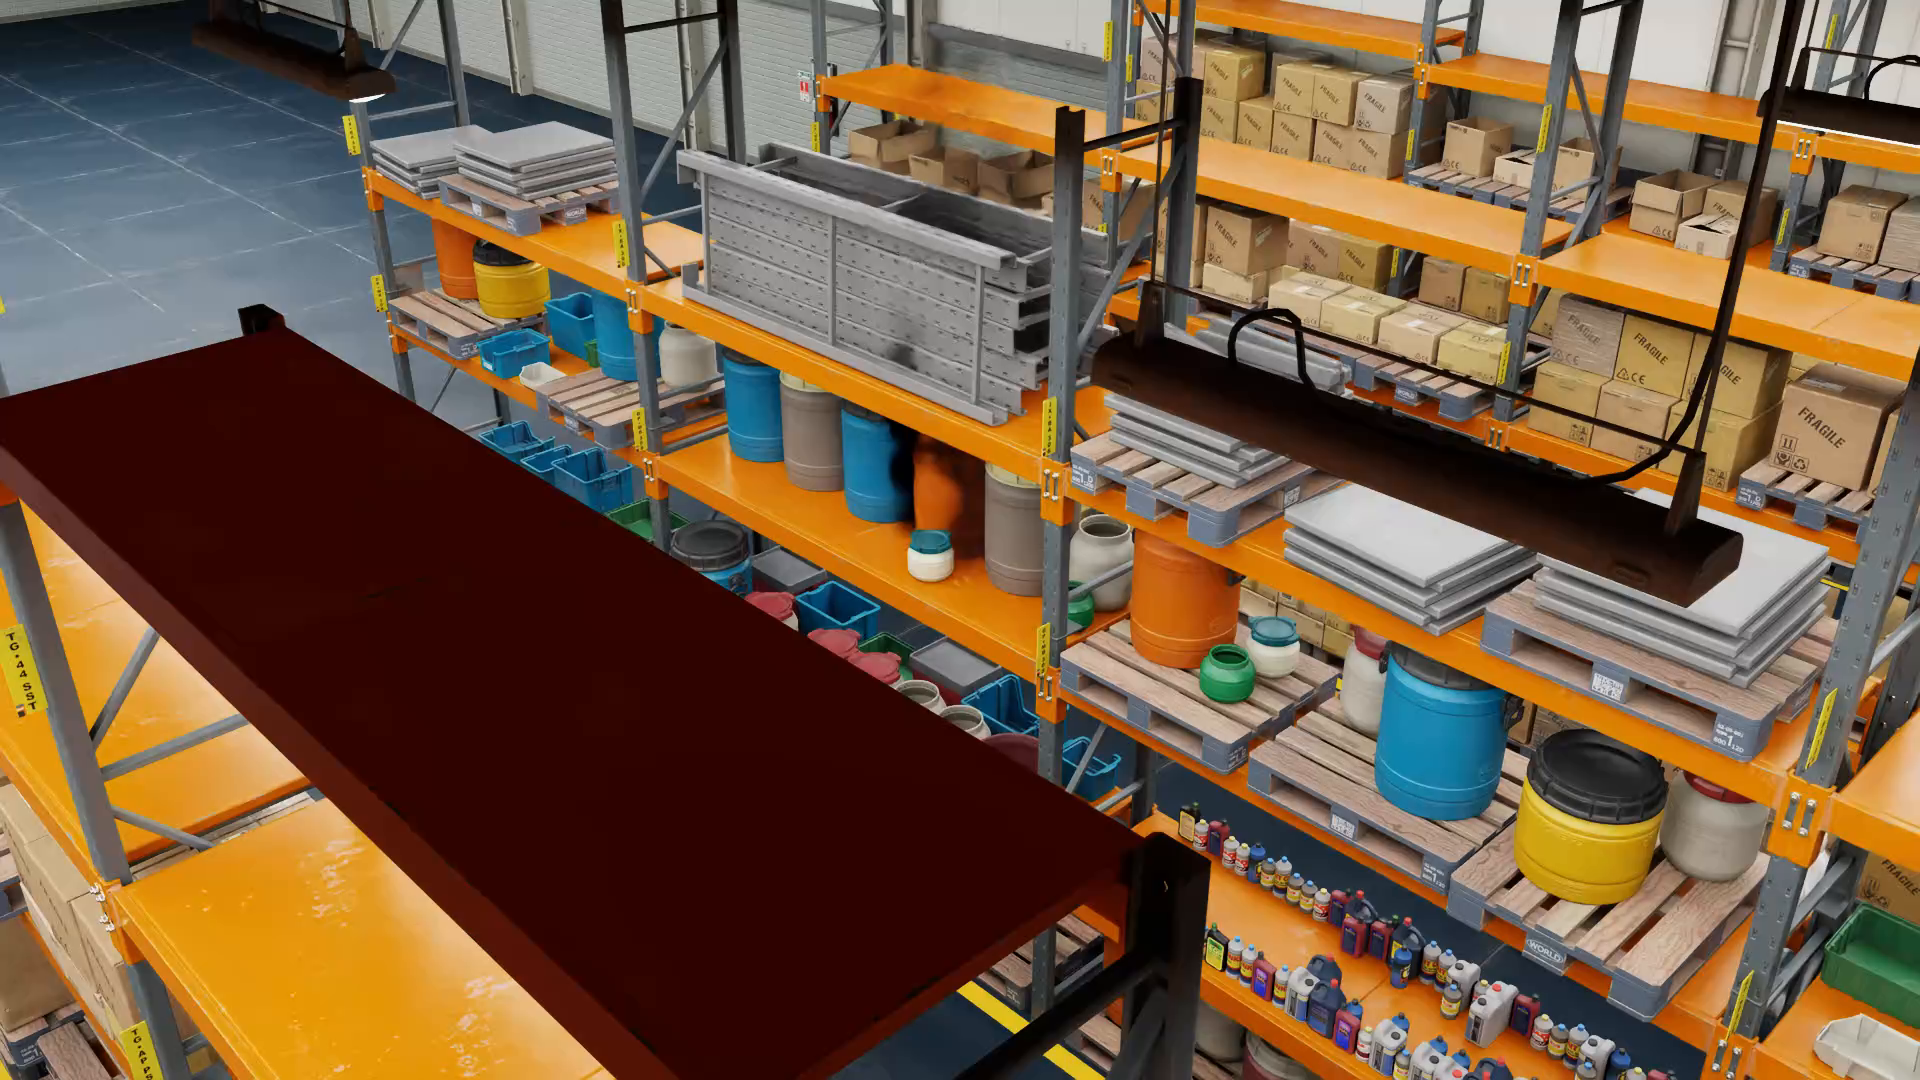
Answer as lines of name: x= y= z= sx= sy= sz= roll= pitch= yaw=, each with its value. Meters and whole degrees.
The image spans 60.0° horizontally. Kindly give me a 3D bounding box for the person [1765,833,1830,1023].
person: x=5.065 y=2.447 z=10.386 sx=0.986 sy=1.745 sz=0.706 roll=20 pitch=34 yaw=32
